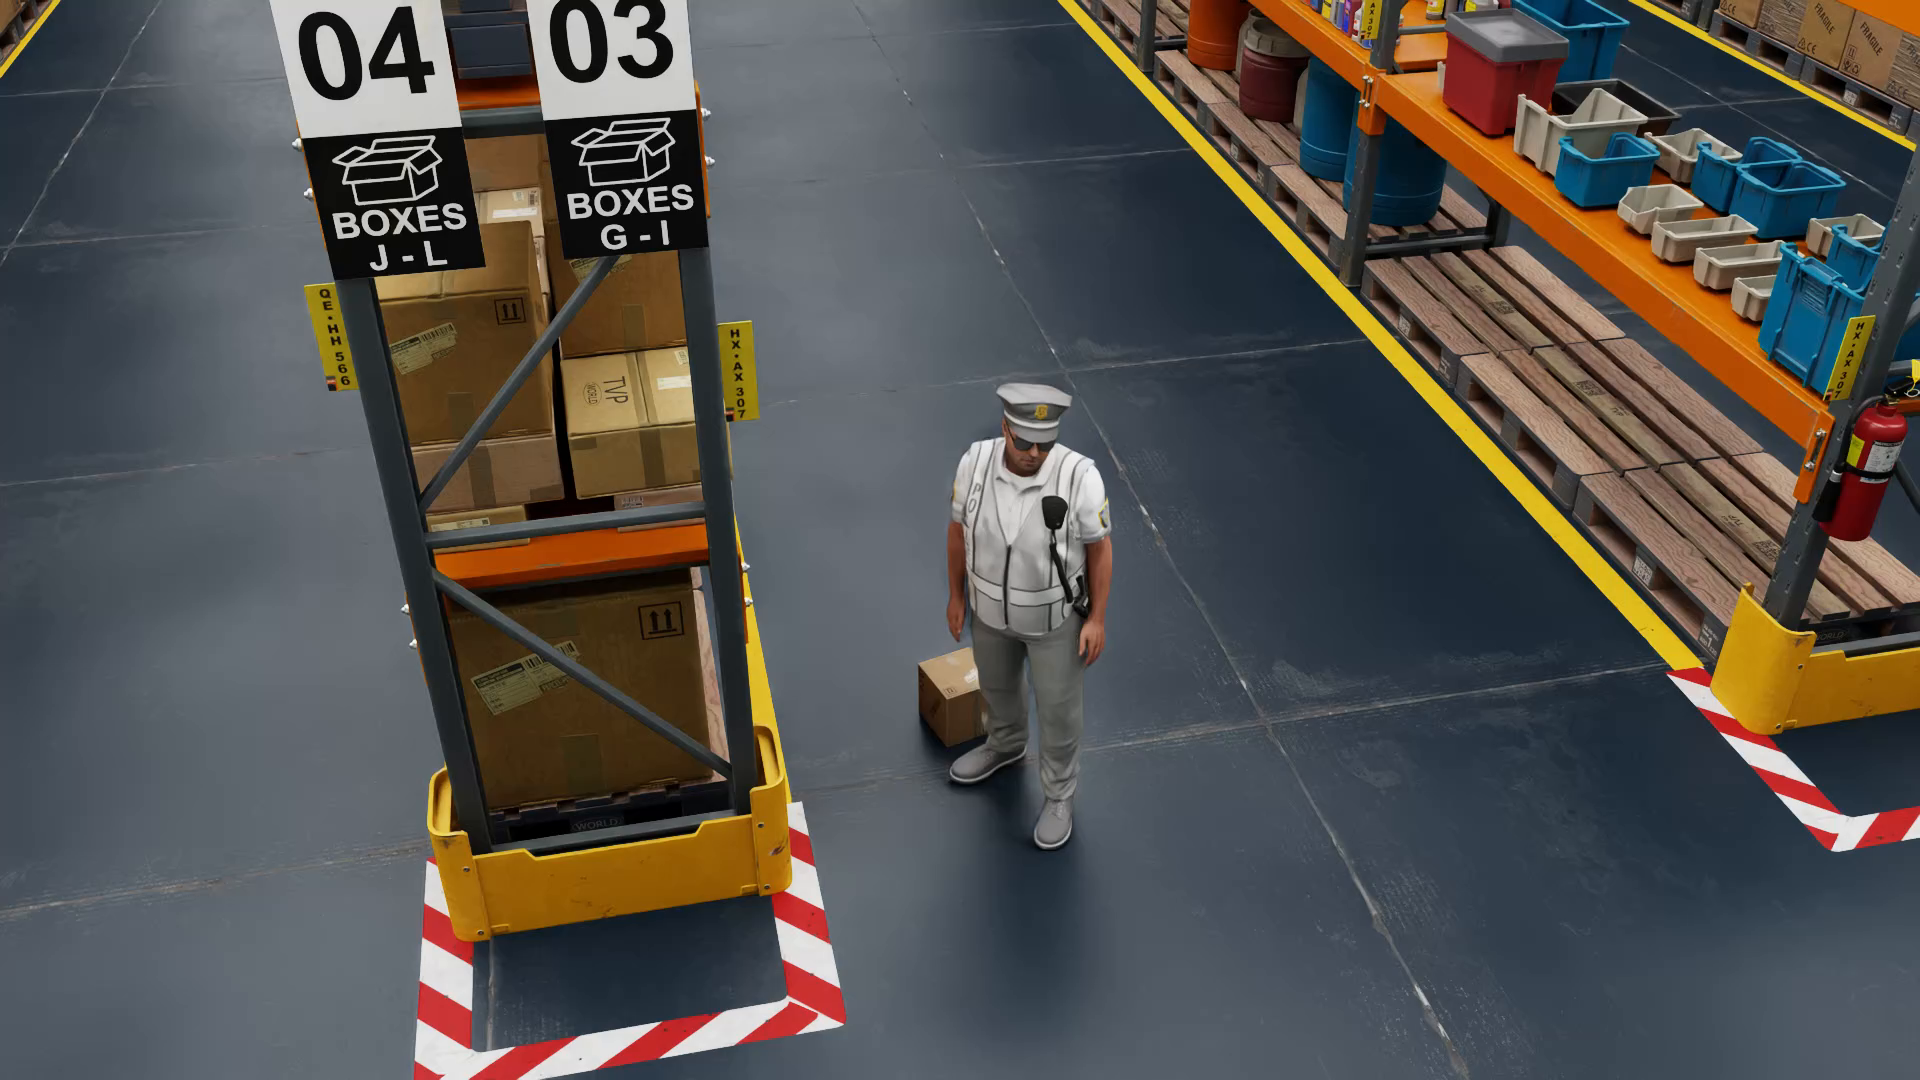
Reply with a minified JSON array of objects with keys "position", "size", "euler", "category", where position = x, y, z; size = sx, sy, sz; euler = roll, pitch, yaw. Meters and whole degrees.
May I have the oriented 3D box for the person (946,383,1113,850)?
[{"position":[0.223,0.232,5.756],"size":[0.585,1.753,0.480],"euler":[14,37,20],"category":"person"}]
